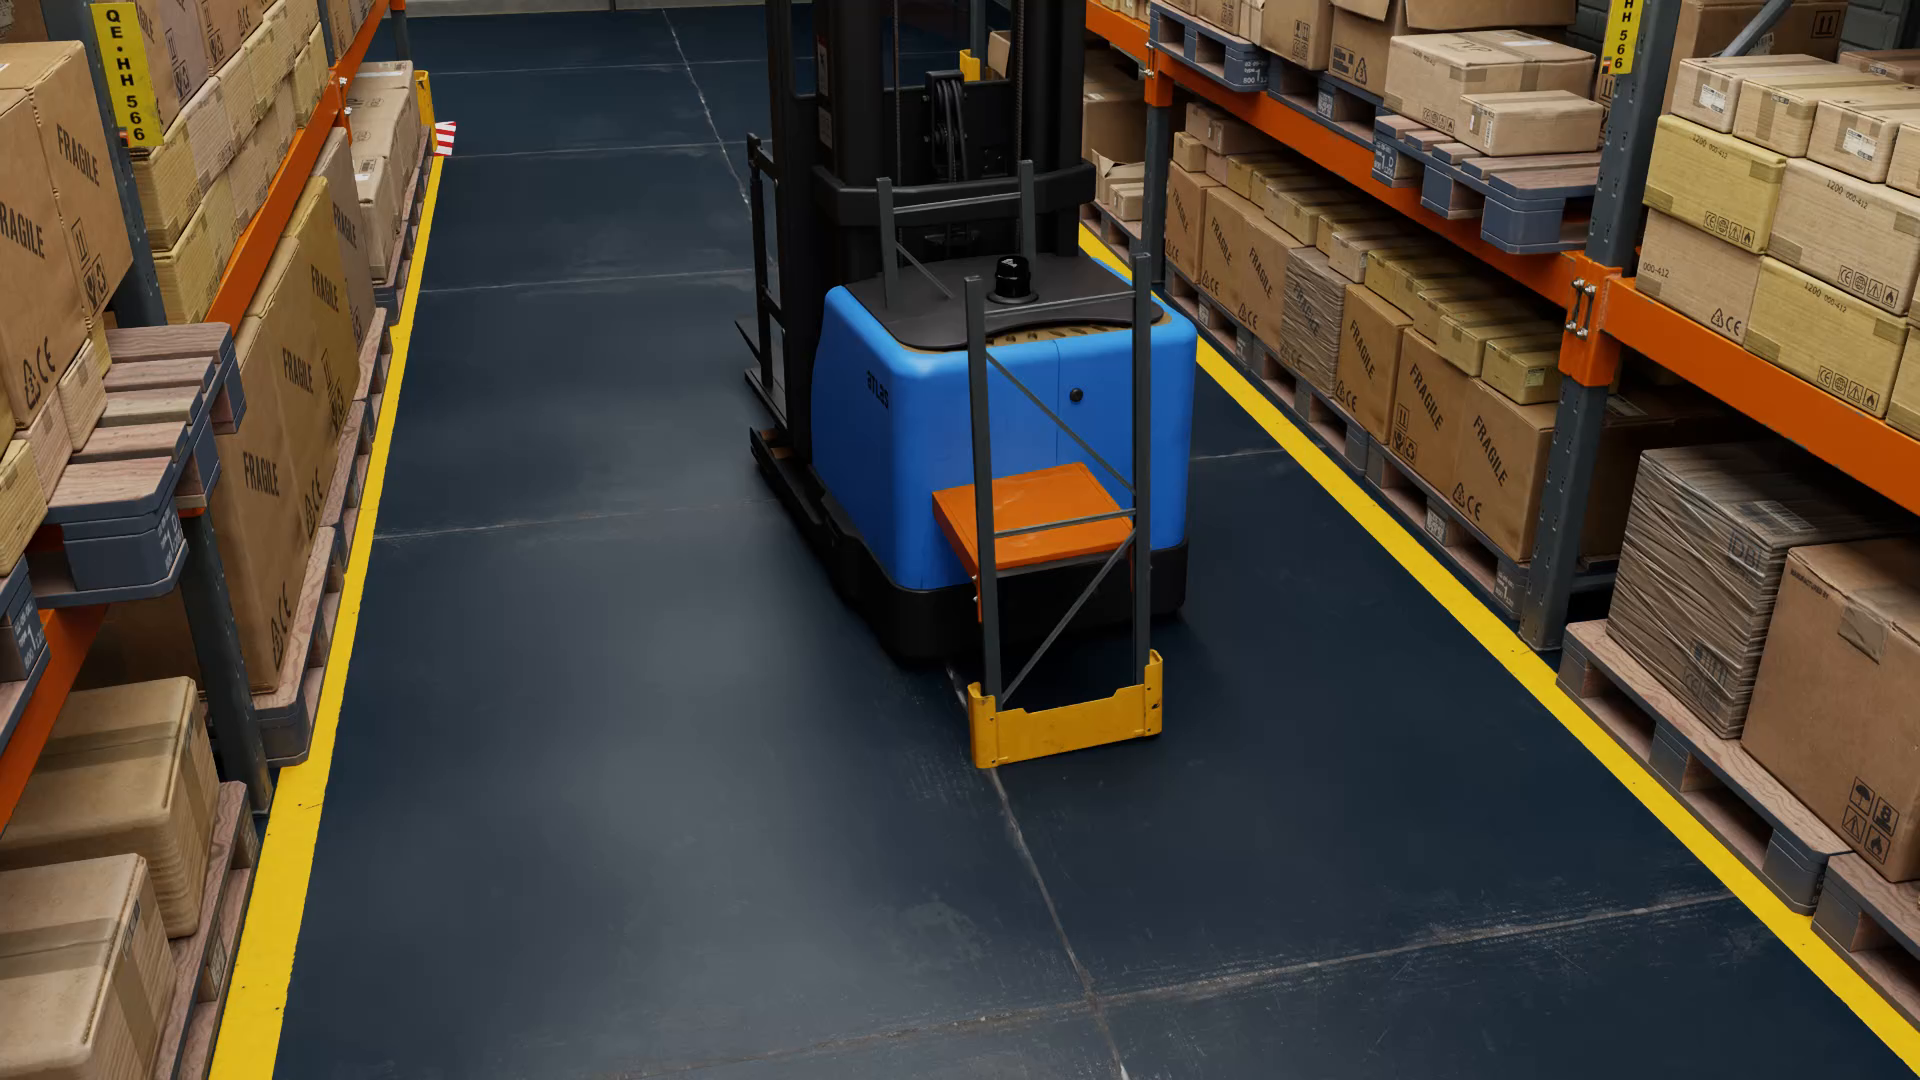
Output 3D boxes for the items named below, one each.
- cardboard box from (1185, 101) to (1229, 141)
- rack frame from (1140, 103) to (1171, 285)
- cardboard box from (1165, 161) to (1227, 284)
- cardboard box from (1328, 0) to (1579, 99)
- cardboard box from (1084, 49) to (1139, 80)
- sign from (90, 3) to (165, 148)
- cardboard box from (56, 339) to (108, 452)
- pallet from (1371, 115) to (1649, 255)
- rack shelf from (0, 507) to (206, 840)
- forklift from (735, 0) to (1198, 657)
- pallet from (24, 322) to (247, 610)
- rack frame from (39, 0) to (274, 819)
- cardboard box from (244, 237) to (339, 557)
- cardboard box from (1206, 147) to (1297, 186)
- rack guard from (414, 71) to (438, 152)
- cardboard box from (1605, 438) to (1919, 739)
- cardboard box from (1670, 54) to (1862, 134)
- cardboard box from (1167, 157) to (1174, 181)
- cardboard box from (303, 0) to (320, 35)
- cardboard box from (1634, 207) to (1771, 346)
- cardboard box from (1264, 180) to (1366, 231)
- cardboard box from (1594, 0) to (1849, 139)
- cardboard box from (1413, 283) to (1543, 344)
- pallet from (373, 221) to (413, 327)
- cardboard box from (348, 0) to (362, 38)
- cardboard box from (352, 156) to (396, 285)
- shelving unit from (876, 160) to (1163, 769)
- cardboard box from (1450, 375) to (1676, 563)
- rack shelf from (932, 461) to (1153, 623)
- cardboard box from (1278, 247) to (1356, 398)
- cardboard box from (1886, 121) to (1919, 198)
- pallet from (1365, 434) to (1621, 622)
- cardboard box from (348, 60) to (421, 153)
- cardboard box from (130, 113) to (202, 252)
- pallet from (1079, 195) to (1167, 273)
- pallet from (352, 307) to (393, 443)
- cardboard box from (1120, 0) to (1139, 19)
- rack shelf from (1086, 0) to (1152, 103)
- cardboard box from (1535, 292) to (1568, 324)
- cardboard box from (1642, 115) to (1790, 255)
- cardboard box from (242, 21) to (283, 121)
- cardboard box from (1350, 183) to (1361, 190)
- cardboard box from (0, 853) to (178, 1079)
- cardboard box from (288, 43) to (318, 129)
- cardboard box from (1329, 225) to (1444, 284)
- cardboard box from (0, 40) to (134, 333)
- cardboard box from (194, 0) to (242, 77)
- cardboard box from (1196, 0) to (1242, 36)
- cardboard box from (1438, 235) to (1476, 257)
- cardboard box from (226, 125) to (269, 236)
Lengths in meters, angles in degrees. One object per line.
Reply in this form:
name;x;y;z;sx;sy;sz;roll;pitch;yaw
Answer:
cardboard box;1.358;-2.110;8.360;0.380;0.149;0.250;-6;27;-12
rack frame;1.477;-2.795;8.458;1.000;3.000;0.127;-6;27;-12
cardboard box;1.367;-1.631;8.460;0.500;0.500;0.500;-5;27;-9
cardboard box;1.831;-1.970;6.243;0.797;0.503;0.637;-7;28;-13
cardboard box;0.776;-2.965;11.103;0.700;0.500;0.500;-5;27;-9
sign;-1.930;-1.074;3.851;0.100;0.325;0.005;-6;27;-12
cardboard box;-1.922;-0.272;3.272;0.380;0.149;0.250;-6;27;-12
pallet;2.158;-1.243;5.597;1.213;0.211;1.003;-6;27;-12
rack shelf;-2.006;0.666;2.399;1.077;0.370;4.000;-6;27;-12
forklift;-0.217;-1.574;6.116;1.130;2.935;3.031;-9;28;-18
pallet;-2.192;-0.145;3.422;1.213;0.211;1.003;-6;27;-12
rack frame;-2.456;-0.533;3.977;1.000;3.000;0.127;-6;27;-12
cardboard box;-2.728;-0.475;5.755;0.875;0.875;0.875;-6;27;-11
cardboard box;1.437;-1.857;8.189;0.380;0.149;0.250;-7;28;-13
rack guard;-4.265;-2.939;11.519;1.175;0.500;0.348;-6;27;-12
cardboard box;2.506;0.109;4.874;0.875;0.625;0.625;-5;27;-10
cardboard box;2.164;-1.203;4.473;0.380;0.149;0.250;-5;27;-10
cardboard box;1.461;-2.214;10.005;0.380;0.149;0.250;-6;27;-12
cardboard box;-3.022;-2.276;7.042;0.500;0.250;0.500;-6;27;-12
cardboard box;2.241;-0.752;4.577;0.500;0.250;0.500;-6;27;-11
cardboard box;1.601;-1.513;7.508;0.380;0.149;0.250;-6;27;-12
cardboard box;2.415;-1.512;5.341;0.500;0.500;0.500;-5;27;-9
cardboard box;1.913;-0.828;6.149;0.380;0.149;0.250;-7;28;-13
pallet;-3.453;-1.386;8.761;1.003;0.211;1.213;-6;27;-12
cardboard box;-3.318;-2.787;8.333;0.500;0.500;0.500;-6;27;-11
cardboard box;-3.395;-1.619;8.506;0.875;0.438;0.875;-6;27;-12
shelving unit;0.154;-0.268;5.086;0.587;1.500;1.083;-10;28;-12
cardboard box;2.074;-0.274;5.772;0.500;0.500;0.500;-5;27;-10
rack shelf;0.166;-0.105;5.162;0.538;0.185;1.000;-10;28;-12
cardboard box;1.716;-0.950;7.112;0.500;0.500;0.500;-7;28;-13
cardboard box;2.379;-0.862;3.798;0.380;0.149;0.250;-6;27;-11
pallet;2.247;-0.125;6.264;1.003;0.211;1.213;-6;27;-12
cardboard box;-4.013;-2.809;10.864;0.875;0.438;0.875;-7;28;-13
cardboard box;-2.330;-0.937;4.388;0.500;0.250;0.500;-6;27;-12
pallet;1.324;-1.851;9.684;1.003;0.211;1.213;-6;27;-12
pallet;-3.110;-0.713;7.428;1.003;0.211;1.213;-6;27;-12
cardboard box;1.080;-2.909;8.963;0.380;0.149;0.250;-5;27;-10
rack shelf;1.027;-3.351;10.359;1.077;0.370;4.000;-6;27;-12
cardboard box;2.397;-0.881;6.254;0.380;0.149;0.250;-6;27;-11
cardboard box;2.216;-0.973;4.460;0.500;0.250;0.500;-6;27;-12
cardboard box;-2.647;-1.608;5.718;0.500;0.250;0.500;-5;27;-11
cardboard box;2.052;-1.693;7.863;0.380;0.149;0.250;-7;28;-14
cardboard box;-2.165;1.025;3.341;0.950;0.372;0.625;-6;27;-13
cardboard box;-2.897;-1.827;6.707;0.500;0.250;0.500;-6;27;-12
cardboard box;1.749;-1.176;6.839;0.380;0.149;0.250;-7;28;-14
cardboard box;-2.083;-0.726;3.453;0.500;0.500;0.500;-7;28;-13
cardboard box;-2.552;-1.711;5.090;0.500;0.500;0.500;-5;27;-10
cardboard box;1.485;-2.564;7.424;0.700;0.500;0.500;-6;27;-11
cardboard box;2.221;-1.223;6.931;0.380;0.149;0.250;-6;27;-11
cardboard box;-2.567;-1.161;5.387;0.500;0.250;0.500;-5;27;-10
